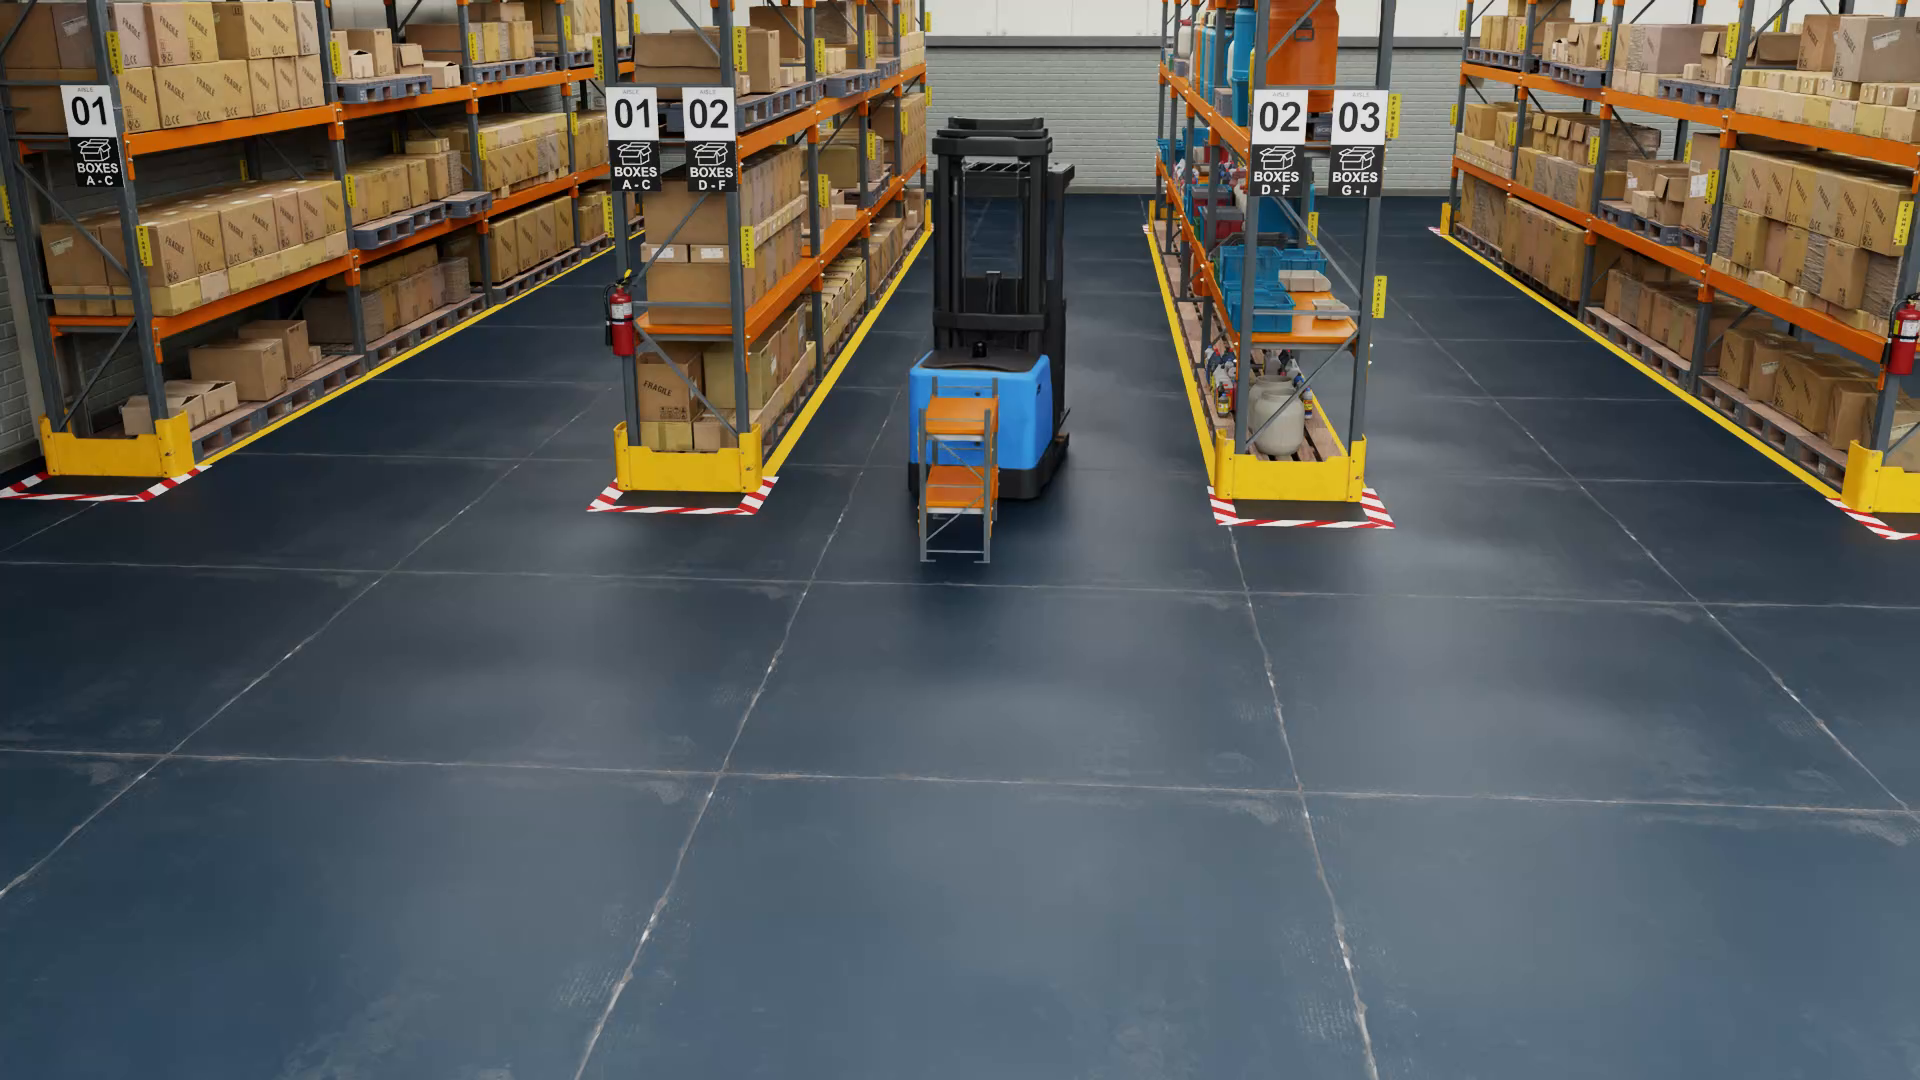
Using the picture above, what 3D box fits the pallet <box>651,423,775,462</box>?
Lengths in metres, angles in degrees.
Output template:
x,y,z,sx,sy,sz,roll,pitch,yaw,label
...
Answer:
x,y,z,sx,sy,sz,roll,pitch,yaw,label
-2.221,-0.797,14.517,1.003,0.211,1.213,1,18,4,pallet

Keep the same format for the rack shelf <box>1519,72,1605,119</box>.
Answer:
x,y,z,sx,sy,sz,roll,pitch,yaw,label
8.363,-5.851,21.800,1.077,0.370,4.000,1,18,4,rack shelf

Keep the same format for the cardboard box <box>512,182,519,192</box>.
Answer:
x,y,z,sx,sy,sz,roll,pitch,yaw,label
-6.283,-4.865,22.825,0.380,0.149,0.250,2,18,5,cardboard box

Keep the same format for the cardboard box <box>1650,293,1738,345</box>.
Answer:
x,y,z,sx,sy,sz,roll,pitch,yaw,label
8.091,-2.437,18.350,0.700,0.500,0.500,0,18,-1,cardboard box

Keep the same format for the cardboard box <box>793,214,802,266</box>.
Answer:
x,y,z,sx,sy,sz,roll,pitch,yaw,label
-1.973,-3.036,16.709,0.700,0.500,0.500,1,18,2,cardboard box

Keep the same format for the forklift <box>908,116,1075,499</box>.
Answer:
x,y,z,sx,sy,sz,roll,pitch,yaw,label
0.367,-2.138,14.242,1.130,2.935,3.031,3,18,10,forklift

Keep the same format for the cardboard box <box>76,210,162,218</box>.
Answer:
x,y,z,sx,sy,sz,roll,pitch,yaw,label
-7.308,-2.595,14.530,0.500,0.500,0.500,2,18,5,cardboard box

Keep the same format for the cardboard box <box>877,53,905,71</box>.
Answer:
x,y,z,sx,sy,sz,roll,pitch,yaw,label
-1.092,-7.110,24.729,0.500,0.250,0.500,1,18,4,cardboard box

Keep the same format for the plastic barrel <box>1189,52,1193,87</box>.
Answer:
x,y,z,sx,sy,sz,roll,pitch,yaw,label
2.952,-5.646,19.838,0.421,0.512,0.421,0,18,0,plastic barrel

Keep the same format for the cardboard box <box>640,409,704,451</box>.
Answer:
x,y,z,sx,sy,sz,roll,pitch,yaw,label
-2.491,-0.950,14.246,0.500,0.250,0.500,1,18,4,cardboard box

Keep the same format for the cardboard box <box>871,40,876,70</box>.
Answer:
x,y,z,sx,sy,sz,roll,pitch,yaw,label
-1.589,-6.297,21.847,0.910,0.500,0.500,1,18,4,cardboard box

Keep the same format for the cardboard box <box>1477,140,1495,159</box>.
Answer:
x,y,z,sx,sy,sz,roll,pitch,yaw,label
8.387,-6.078,25.918,0.500,0.250,0.500,1,18,3,cardboard box

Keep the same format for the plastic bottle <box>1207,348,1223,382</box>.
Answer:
x,y,z,sx,sy,sz,roll,pitch,yaw,label
2.521,-1.723,16.412,0.144,0.351,0.185,2,18,5,plastic bottle

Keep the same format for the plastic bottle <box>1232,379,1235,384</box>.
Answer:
x,y,z,sx,sy,sz,roll,pitch,yaw,label
2.587,-1.415,15.711,0.097,0.201,0.097,0,18,0,plastic bottle

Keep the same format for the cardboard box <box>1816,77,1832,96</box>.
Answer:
x,y,z,sx,sy,sz,roll,pitch,yaw,label
7.562,-3.867,14.190,0.380,0.149,0.250,2,18,5,cardboard box

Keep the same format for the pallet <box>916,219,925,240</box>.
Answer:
x,y,z,sx,sy,sz,roll,pitch,yaw,label
-1.149,-5.257,28.127,1.003,0.211,1.213,1,18,4,pallet

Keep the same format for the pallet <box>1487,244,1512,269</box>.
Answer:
x,y,z,sx,sy,sz,roll,pitch,yaw,label
8.639,-4.298,25.200,1.003,0.211,1.213,1,18,4,pallet

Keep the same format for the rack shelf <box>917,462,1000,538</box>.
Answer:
x,y,z,sx,sy,sz,roll,pitch,yaw,label
0.000,-0.304,12.330,0.538,0.278,1.000,1,18,4,rack shelf

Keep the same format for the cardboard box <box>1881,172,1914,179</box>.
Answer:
x,y,z,sx,sy,sz,roll,pitch,yaw,label
8.035,-2.801,13.909,0.500,0.500,0.500,1,18,4,cardboard box

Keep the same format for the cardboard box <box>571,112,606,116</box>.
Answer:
x,y,z,sx,sy,sz,roll,pitch,yaw,label
-6.096,-6.720,27.633,0.980,0.700,0.700,1,18,3,cardboard box

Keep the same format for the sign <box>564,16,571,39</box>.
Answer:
x,y,z,sx,sy,sz,roll,pitch,yaw,label
-5.773,-7.532,24.438,0.100,0.325,0.005,1,18,4,sign

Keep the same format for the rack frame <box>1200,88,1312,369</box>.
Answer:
x,y,z,sx,sy,sz,roll,pitch,yaw,label
2.993,-3.014,16.805,1.000,3.000,0.127,1,18,4,rack frame

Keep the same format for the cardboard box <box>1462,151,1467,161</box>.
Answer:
x,y,z,sx,sy,sz,roll,pitch,yaw,label
8.404,-6.249,27.081,0.380,0.149,0.250,1,18,3,cardboard box

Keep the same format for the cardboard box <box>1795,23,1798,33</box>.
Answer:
x,y,z,sx,sy,sz,roll,pitch,yaw,label
13.447,-8.096,26.293,0.380,0.149,0.250,2,18,6,cardboard box

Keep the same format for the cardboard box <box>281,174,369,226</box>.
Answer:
x,y,z,sx,sy,sz,roll,pitch,yaw,label
-6.818,-3.649,17.876,0.700,0.500,0.500,1,18,4,cardboard box

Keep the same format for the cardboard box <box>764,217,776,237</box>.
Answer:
x,y,z,sx,sy,sz,roll,pitch,yaw,label
-1.880,-2.834,15.052,0.380,0.149,0.250,1,18,4,cardboard box

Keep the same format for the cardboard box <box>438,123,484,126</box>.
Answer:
x,y,z,sx,sy,sz,roll,pitch,yaw,label
-6.747,-5.499,22.514,0.500,0.250,0.500,1,18,3,cardboard box

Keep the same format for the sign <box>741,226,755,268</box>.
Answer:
x,y,z,sx,sy,sz,roll,pitch,yaw,label
-1.681,-2.319,13.164,0.100,0.325,0.005,1,18,4,sign

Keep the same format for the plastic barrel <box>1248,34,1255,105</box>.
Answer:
x,y,z,sx,sy,sz,roll,pitch,yaw,label
2.661,-3.843,13.541,0.600,0.588,0.600,0,18,0,plastic barrel

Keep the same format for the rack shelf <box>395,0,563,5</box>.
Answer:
x,y,z,sx,sy,sz,roll,pitch,yaw,label
-6.459,-7.418,22.407,1.077,0.370,4.000,1,18,4,rack shelf

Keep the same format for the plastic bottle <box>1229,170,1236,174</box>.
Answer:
x,y,z,sx,sy,sz,roll,pitch,yaw,label
3.788,-4.999,23.060,0.152,0.276,0.135,1,18,4,plastic bottle

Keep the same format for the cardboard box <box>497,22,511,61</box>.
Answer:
x,y,z,sx,sy,sz,roll,pitch,yaw,label
-6.563,-6.803,22.683,0.700,0.500,0.500,1,18,4,cardboard box

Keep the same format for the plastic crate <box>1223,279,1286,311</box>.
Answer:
x,y,z,sx,sy,sz,roll,pitch,yaw,label
2.496,-2.065,14.147,0.499,0.251,0.408,1,18,4,plastic crate

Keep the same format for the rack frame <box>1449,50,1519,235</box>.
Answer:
x,y,z,sx,sy,sz,roll,pitch,yaw,label
8.793,-6.631,27.842,1.000,3.000,0.127,1,18,4,rack frame

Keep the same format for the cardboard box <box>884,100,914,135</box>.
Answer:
x,y,z,sx,sy,sz,roll,pitch,yaw,label
-0.986,-6.593,25.961,0.500,0.500,0.500,1,18,2,cardboard box

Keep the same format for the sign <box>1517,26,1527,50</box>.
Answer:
x,y,z,sx,sy,sz,roll,pitch,yaw,label
7.953,-7.109,23.527,0.100,0.325,0.005,1,18,4,sign

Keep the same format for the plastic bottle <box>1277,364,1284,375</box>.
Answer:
x,y,z,sx,sy,sz,roll,pitch,yaw,label
3.093,-1.561,16.024,0.061,0.283,0.133,1,18,4,plastic bottle

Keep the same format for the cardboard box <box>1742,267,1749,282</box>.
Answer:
x,y,z,sx,sy,sz,roll,pitch,yaw,label
7.588,-2.491,15.611,0.380,0.149,0.250,1,18,4,cardboard box

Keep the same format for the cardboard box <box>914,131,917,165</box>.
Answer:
x,y,z,sx,sy,sz,roll,pitch,yaw,label
-0.959,-6.283,26.619,0.500,0.500,0.500,1,18,3,cardboard box

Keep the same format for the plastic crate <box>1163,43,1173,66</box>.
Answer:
x,y,z,sx,sy,sz,roll,pitch,yaw,label
3.469,-7.669,26.292,0.504,0.338,0.767,1,18,4,plastic crate

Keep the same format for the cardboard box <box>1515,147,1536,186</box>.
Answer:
x,y,z,sx,sy,sz,roll,pitch,yaw,label
8.224,-5.299,23.616,0.500,0.500,0.500,1,18,4,cardboard box

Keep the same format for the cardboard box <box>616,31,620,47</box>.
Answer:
x,y,z,sx,sy,sz,roll,pitch,yaw,label
-5.852,-8.169,27.124,0.500,0.250,0.500,1,18,2,cardboard box

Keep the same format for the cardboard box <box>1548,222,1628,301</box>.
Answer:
x,y,z,sx,sy,sz,roll,pitch,yaw,label
8.290,-3.550,21.177,1.225,0.875,0.875,0,18,1,cardboard box

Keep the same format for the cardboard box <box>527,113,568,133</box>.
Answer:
x,y,z,sx,sy,sz,roll,pitch,yaw,label
-6.094,-6.124,24.421,0.500,0.250,0.500,2,18,5,cardboard box

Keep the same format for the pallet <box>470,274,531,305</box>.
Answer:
x,y,z,sx,sy,sz,roll,pitch,yaw,label
-6.470,-3.396,22.448,1.003,0.211,1.213,1,18,4,pallet

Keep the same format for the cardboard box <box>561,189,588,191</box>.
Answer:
x,y,z,sx,sy,sz,roll,pitch,yaw,label
-6.277,-5.634,27.097,0.380,0.149,0.250,1,18,3,cardboard box

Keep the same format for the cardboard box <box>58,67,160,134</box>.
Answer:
x,y,z,sx,sy,sz,roll,pitch,yaw,label
-6.902,-3.574,13.503,0.500,0.500,0.500,2,18,5,cardboard box

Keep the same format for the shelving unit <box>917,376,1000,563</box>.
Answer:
x,y,z,sx,sy,sz,roll,pitch,yaw,label
0.000,-0.537,12.254,0.538,1.125,1.048,1,18,4,shelving unit

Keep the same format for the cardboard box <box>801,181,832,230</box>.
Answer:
x,y,z,sx,sy,sz,roll,pitch,yaw,label
-1.765,-3.894,19.330,0.500,0.500,0.500,0,18,1,cardboard box

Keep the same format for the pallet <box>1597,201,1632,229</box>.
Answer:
x,y,z,sx,sy,sz,roll,pitch,yaw,label
8.275,-3.831,19.606,1.213,0.211,1.003,1,18,4,pallet

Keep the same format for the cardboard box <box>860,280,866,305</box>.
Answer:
x,y,z,sx,sy,sz,roll,pitch,yaw,label
-1.455,-3.092,20.785,0.500,0.250,0.500,2,18,5,cardboard box

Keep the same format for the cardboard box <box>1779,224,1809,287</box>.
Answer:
x,y,z,sx,sy,sz,roll,pitch,yaw,label
7.756,-2.488,14.560,0.875,0.500,0.500,1,18,4,cardboard box

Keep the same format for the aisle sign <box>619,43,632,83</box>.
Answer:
x,y,z,sx,sy,sz,roll,pitch,yaw,label
-5.724,-8.213,28.497,0.394,0.787,0.004,1,18,4,aisle sign

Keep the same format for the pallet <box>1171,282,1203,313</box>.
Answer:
x,y,z,sx,sy,sz,roll,pitch,yaw,label
3.295,-3.177,21.781,1.003,0.211,1.213,1,18,4,pallet

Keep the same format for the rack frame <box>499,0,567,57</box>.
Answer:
x,y,z,sx,sy,sz,roll,pitch,yaw,label
-6.315,-8.571,24.129,1.000,3.000,0.127,1,18,4,rack frame

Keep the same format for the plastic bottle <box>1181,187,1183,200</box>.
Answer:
x,y,z,sx,sy,sz,roll,pitch,yaw,label
2.968,-4.586,21.920,0.097,0.201,0.097,0,18,0,plastic bottle

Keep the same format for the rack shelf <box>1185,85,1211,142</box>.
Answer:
x,y,z,sx,sy,sz,roll,pitch,yaw,label
3.136,-4.719,18.346,1.077,0.370,4.000,1,18,4,rack shelf
